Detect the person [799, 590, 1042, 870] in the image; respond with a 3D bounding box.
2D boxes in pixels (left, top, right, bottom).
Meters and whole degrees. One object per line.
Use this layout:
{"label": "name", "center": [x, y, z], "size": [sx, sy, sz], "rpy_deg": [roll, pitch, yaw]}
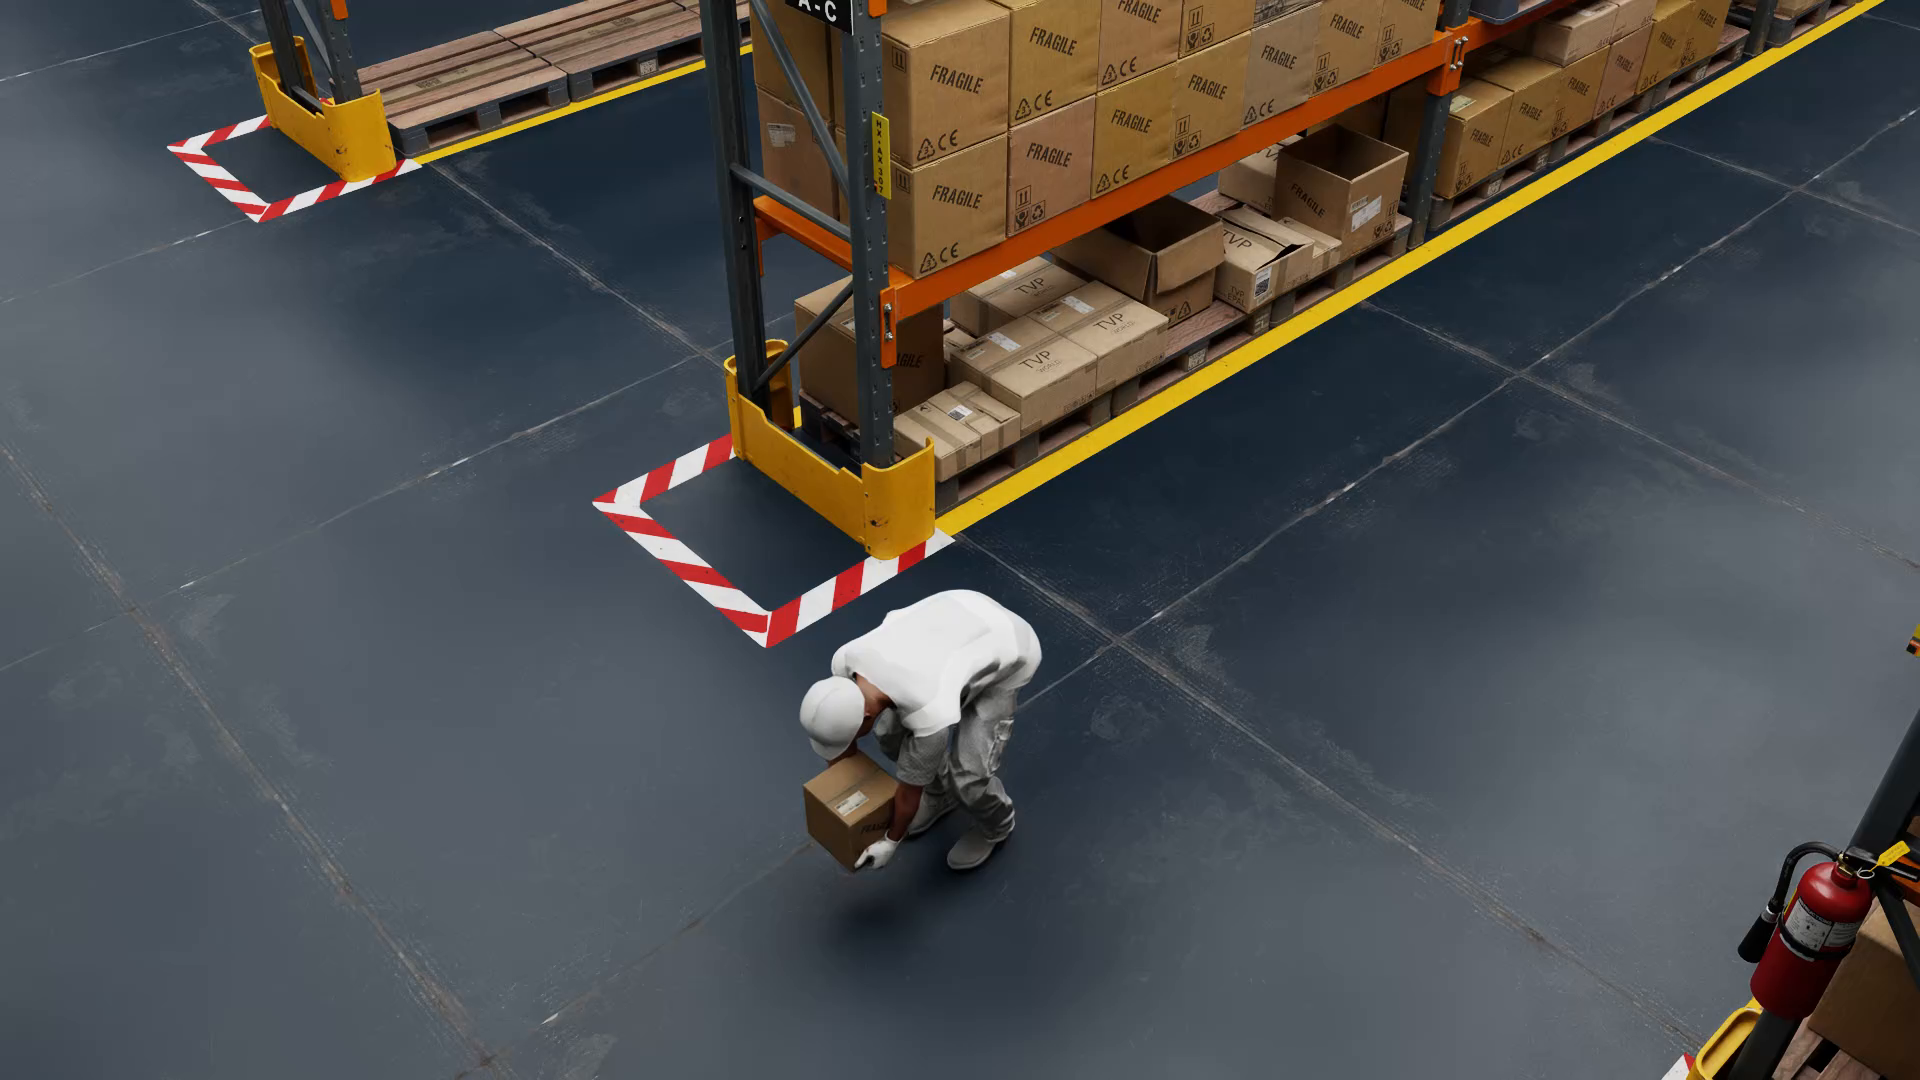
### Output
{"label": "person", "center": [-0.138, 0.725, 5.776], "size": [0.520, 1.124, 0.974], "rpy_deg": [32, 49, 33]}
